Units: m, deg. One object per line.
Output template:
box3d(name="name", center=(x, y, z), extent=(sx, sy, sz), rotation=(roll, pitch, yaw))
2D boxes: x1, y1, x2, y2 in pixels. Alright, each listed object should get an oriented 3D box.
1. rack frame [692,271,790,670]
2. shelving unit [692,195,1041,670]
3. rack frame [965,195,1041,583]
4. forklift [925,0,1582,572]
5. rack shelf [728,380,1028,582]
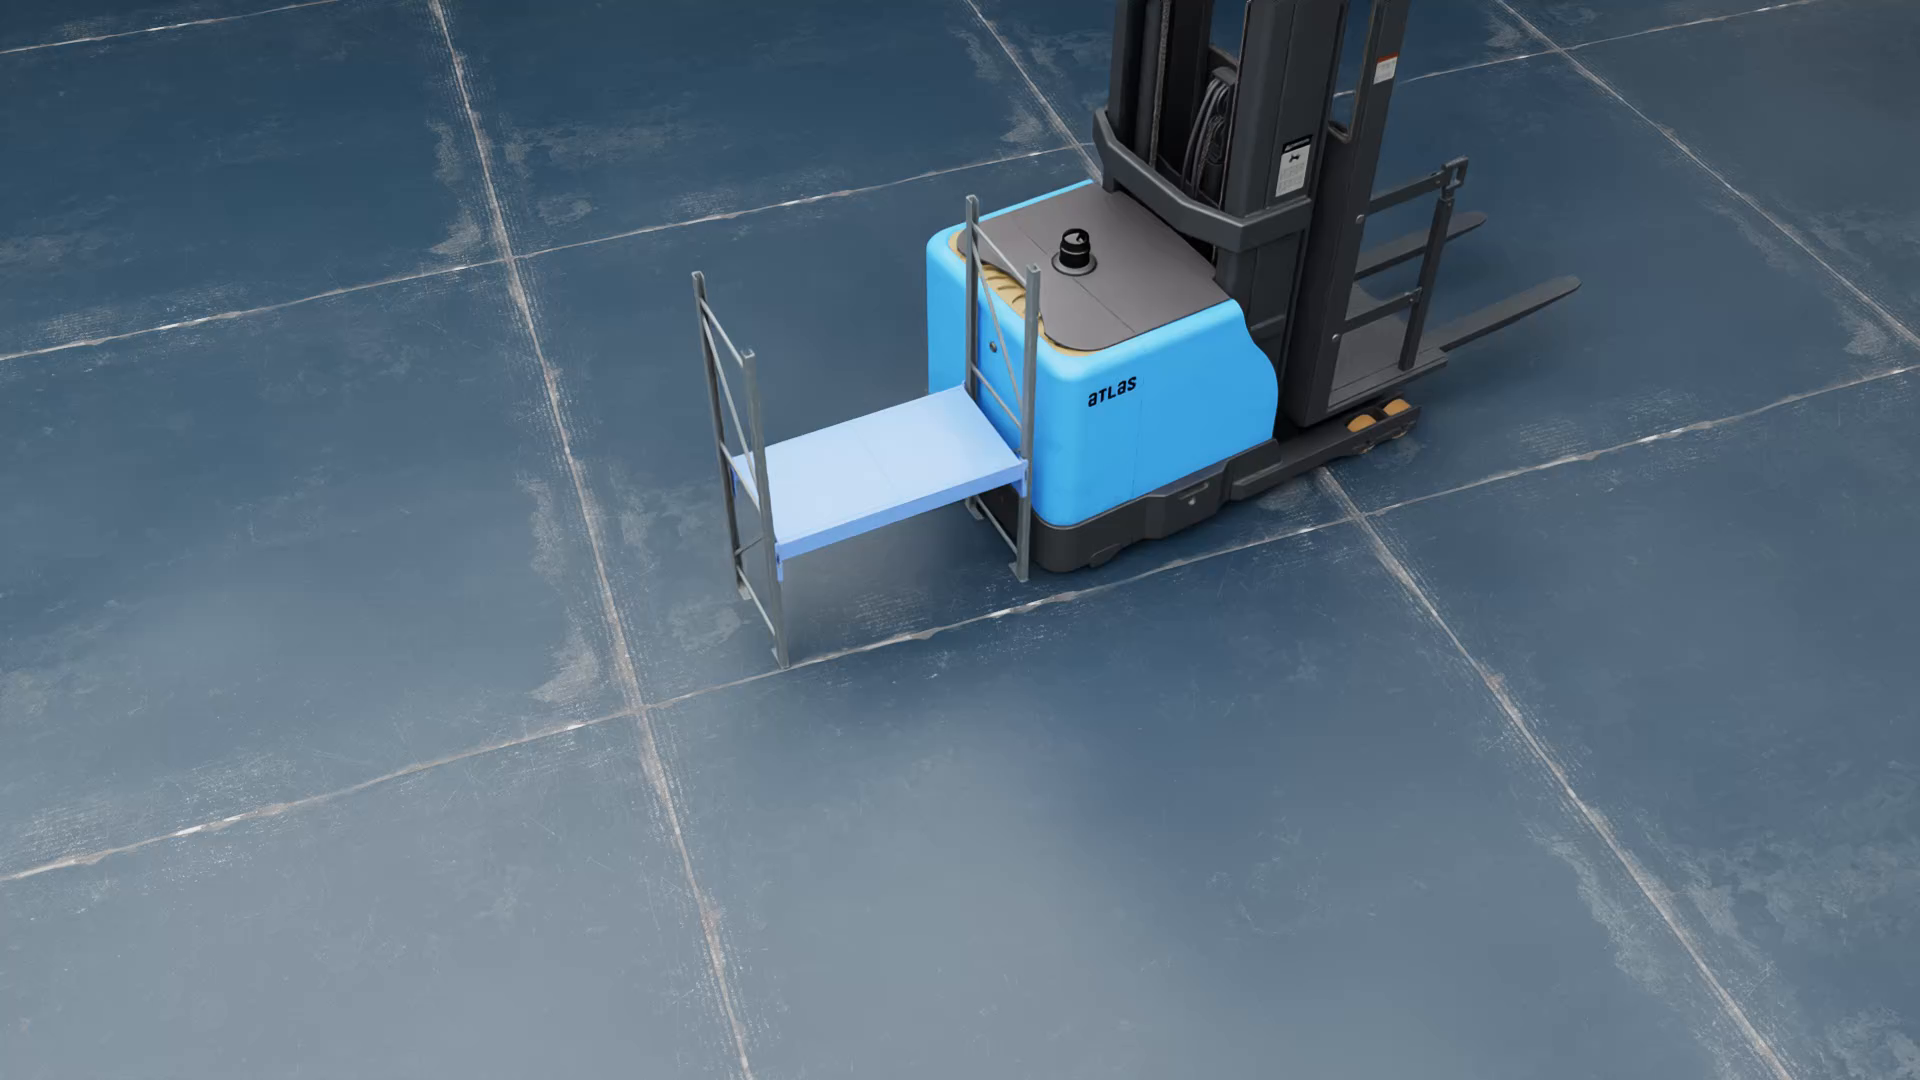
box3d(name="rack frame", center=(-0.767, -0.202, 5.893), extent=(0.032, 1.500, 0.500), rotation=(-19, 48, -18))
box3d(name="shelving unit", center=(-0.311, -0.362, 6.052), extent=(1.048, 1.500, 0.538), rotation=(-19, 48, -18))
box3d(name="rack frame", center=(0.145, -0.521, 6.211), extent=(0.032, 1.500, 0.500), rotation=(-19, 48, -18))
box3d(name="forklift", center=(1.382, -1.703, 6.378), extent=(3.031, 2.935, 1.130), rotation=(-23, 50, -21))
box3d(name="rack shelf", center=(-0.311, -0.235, 6.179), extent=(1.000, 0.185, 0.538), rotation=(-19, 48, -18))
